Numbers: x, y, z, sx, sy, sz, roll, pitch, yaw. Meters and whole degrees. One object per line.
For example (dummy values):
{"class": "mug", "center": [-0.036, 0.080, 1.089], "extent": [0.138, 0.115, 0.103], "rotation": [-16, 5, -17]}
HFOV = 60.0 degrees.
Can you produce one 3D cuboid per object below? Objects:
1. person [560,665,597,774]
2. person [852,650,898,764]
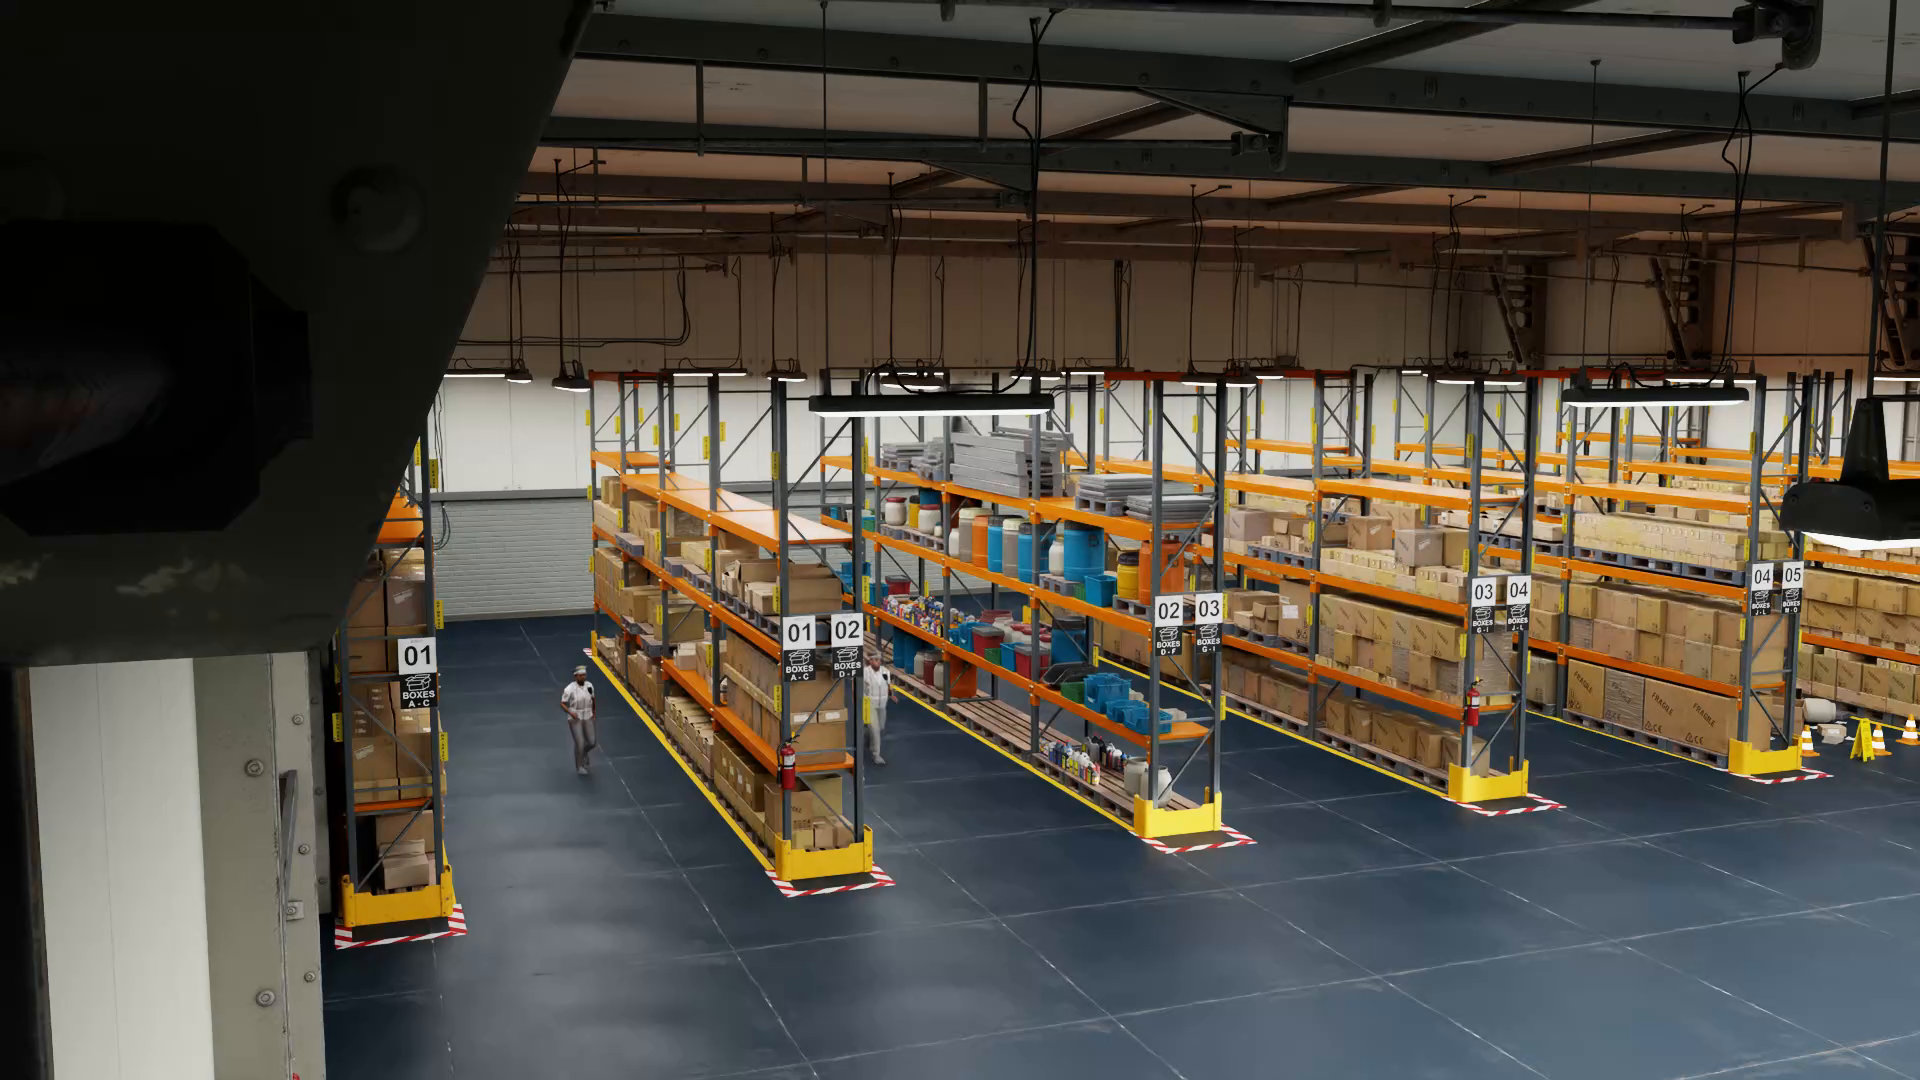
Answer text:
{"class": "person", "center": [-5.739, 2.713, 25.154], "extent": [0.591, 1.659, 0.534], "rotation": [-4, 8, -34]}
{"class": "person", "center": [-1.378, 2.573, 26.070], "extent": [0.644, 1.764, 0.820], "rotation": [-4, 7, -30]}
